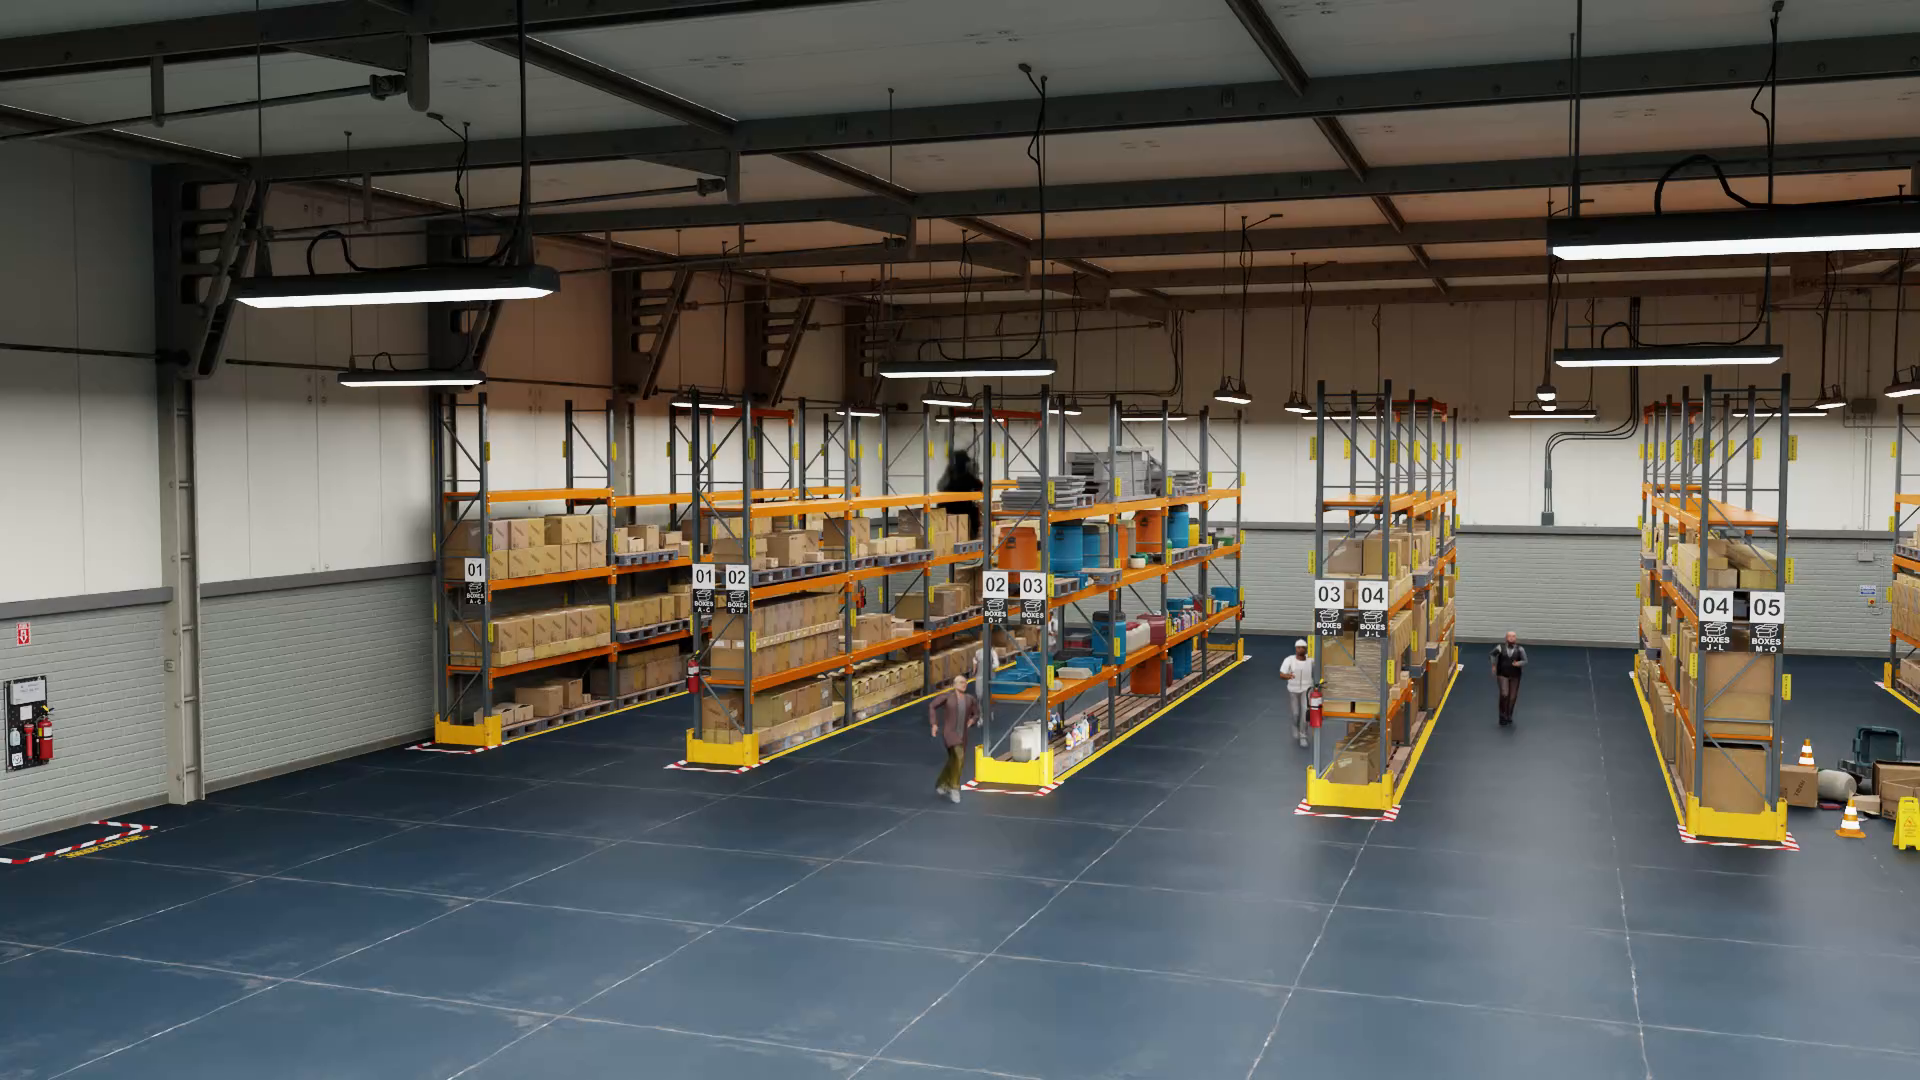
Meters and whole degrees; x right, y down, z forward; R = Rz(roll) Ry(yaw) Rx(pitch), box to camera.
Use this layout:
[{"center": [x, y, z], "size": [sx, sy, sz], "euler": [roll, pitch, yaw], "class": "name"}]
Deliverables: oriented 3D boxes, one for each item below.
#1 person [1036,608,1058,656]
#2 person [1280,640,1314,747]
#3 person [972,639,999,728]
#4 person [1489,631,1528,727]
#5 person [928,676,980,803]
[{"center": [1.875, 2.266, 35.337], "size": [0.554, 1.741, 0.825], "euler": [0, 3, 5], "class": "person"}, {"center": [5.796, 2.577, 28.323], "size": [0.701, 1.765, 0.897], "euler": [1, 3, 10], "class": "person"}, {"center": [0.466, 2.618, 30.392], "size": [0.517, 1.532, 0.784], "euler": [0, 3, 9], "class": "person"}, {"center": [10.018, 2.529, 30.338], "size": [0.638, 1.738, 0.686], "euler": [0, 3, 9], "class": "person"}, {"center": [-0.032, 2.832, 23.947], "size": [0.678, 1.752, 0.789], "euler": [-2, 4, -32], "class": "person"}]
